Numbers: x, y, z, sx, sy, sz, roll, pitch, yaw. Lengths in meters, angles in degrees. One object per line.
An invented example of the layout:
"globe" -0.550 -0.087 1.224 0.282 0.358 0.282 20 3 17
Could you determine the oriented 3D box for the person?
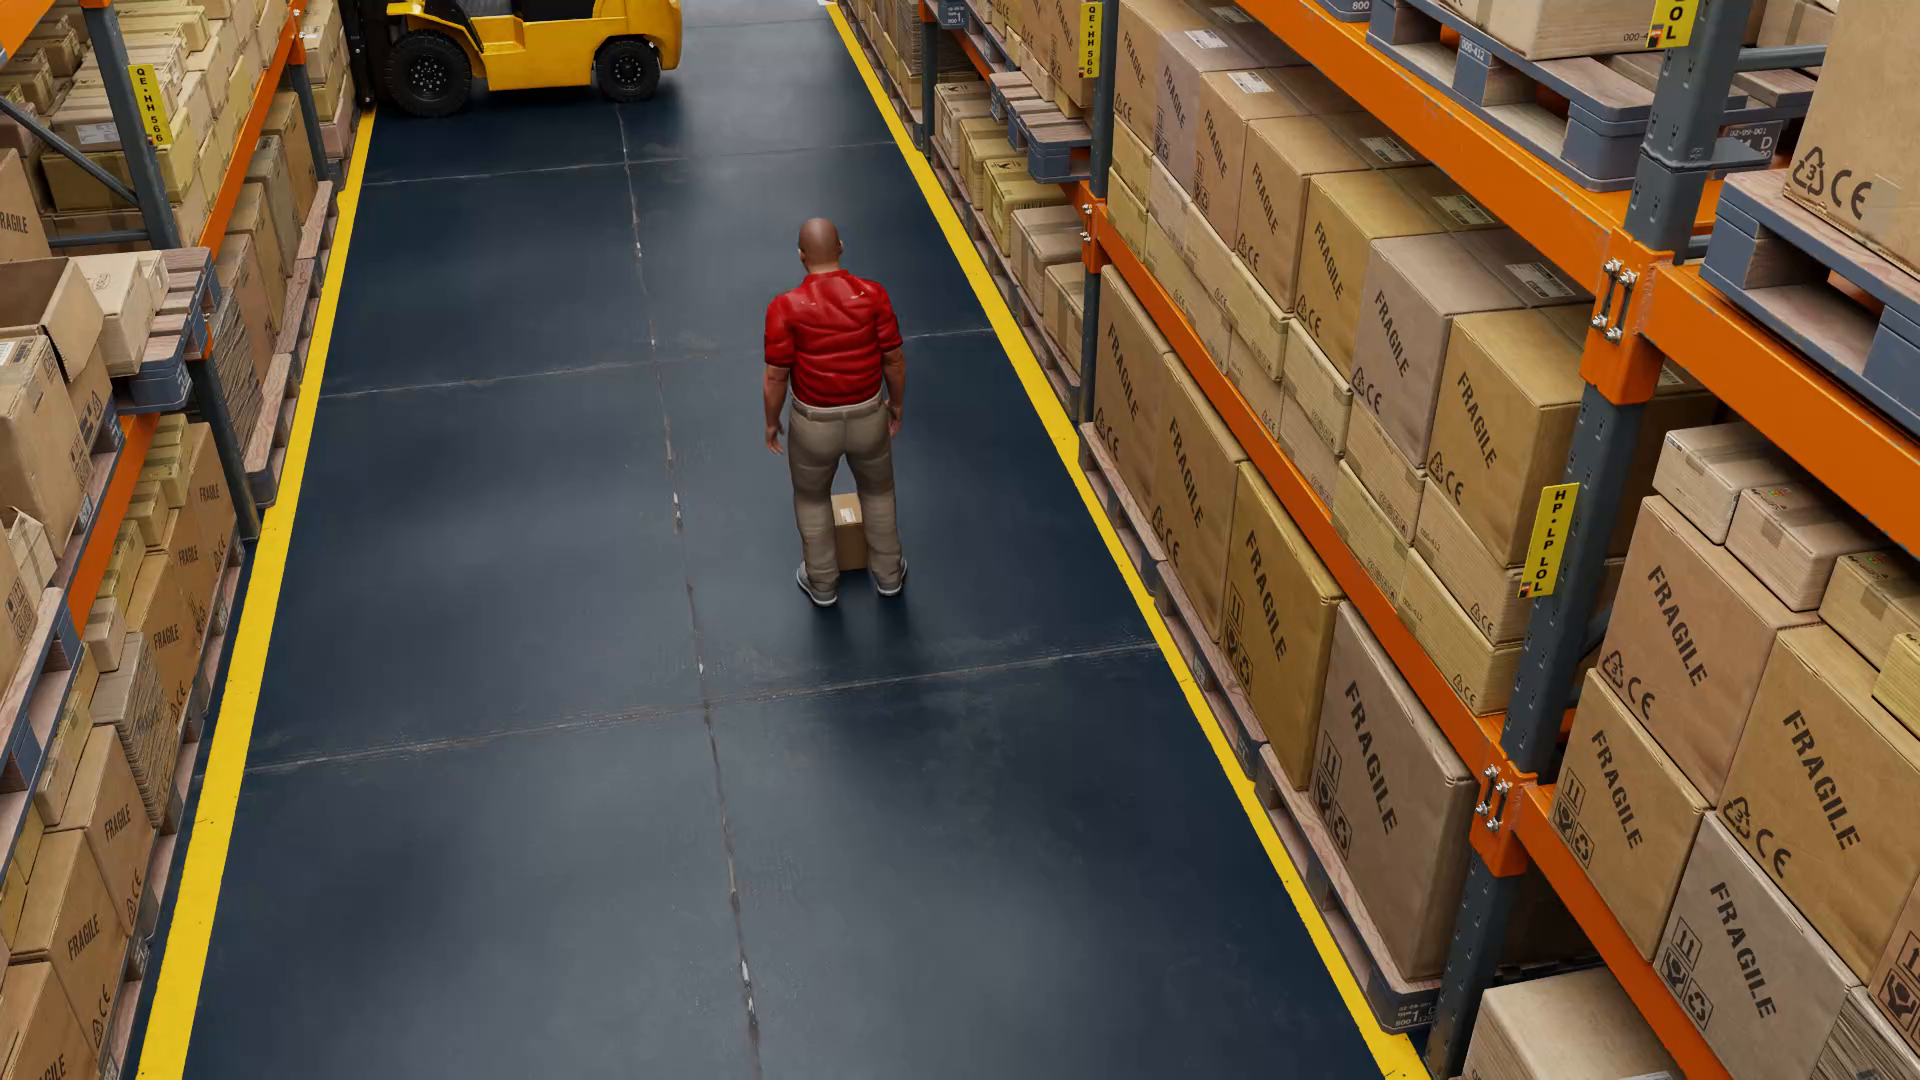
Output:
"person" -0.510 -0.504 6.897 0.605 1.728 0.385 -9 35 -13
